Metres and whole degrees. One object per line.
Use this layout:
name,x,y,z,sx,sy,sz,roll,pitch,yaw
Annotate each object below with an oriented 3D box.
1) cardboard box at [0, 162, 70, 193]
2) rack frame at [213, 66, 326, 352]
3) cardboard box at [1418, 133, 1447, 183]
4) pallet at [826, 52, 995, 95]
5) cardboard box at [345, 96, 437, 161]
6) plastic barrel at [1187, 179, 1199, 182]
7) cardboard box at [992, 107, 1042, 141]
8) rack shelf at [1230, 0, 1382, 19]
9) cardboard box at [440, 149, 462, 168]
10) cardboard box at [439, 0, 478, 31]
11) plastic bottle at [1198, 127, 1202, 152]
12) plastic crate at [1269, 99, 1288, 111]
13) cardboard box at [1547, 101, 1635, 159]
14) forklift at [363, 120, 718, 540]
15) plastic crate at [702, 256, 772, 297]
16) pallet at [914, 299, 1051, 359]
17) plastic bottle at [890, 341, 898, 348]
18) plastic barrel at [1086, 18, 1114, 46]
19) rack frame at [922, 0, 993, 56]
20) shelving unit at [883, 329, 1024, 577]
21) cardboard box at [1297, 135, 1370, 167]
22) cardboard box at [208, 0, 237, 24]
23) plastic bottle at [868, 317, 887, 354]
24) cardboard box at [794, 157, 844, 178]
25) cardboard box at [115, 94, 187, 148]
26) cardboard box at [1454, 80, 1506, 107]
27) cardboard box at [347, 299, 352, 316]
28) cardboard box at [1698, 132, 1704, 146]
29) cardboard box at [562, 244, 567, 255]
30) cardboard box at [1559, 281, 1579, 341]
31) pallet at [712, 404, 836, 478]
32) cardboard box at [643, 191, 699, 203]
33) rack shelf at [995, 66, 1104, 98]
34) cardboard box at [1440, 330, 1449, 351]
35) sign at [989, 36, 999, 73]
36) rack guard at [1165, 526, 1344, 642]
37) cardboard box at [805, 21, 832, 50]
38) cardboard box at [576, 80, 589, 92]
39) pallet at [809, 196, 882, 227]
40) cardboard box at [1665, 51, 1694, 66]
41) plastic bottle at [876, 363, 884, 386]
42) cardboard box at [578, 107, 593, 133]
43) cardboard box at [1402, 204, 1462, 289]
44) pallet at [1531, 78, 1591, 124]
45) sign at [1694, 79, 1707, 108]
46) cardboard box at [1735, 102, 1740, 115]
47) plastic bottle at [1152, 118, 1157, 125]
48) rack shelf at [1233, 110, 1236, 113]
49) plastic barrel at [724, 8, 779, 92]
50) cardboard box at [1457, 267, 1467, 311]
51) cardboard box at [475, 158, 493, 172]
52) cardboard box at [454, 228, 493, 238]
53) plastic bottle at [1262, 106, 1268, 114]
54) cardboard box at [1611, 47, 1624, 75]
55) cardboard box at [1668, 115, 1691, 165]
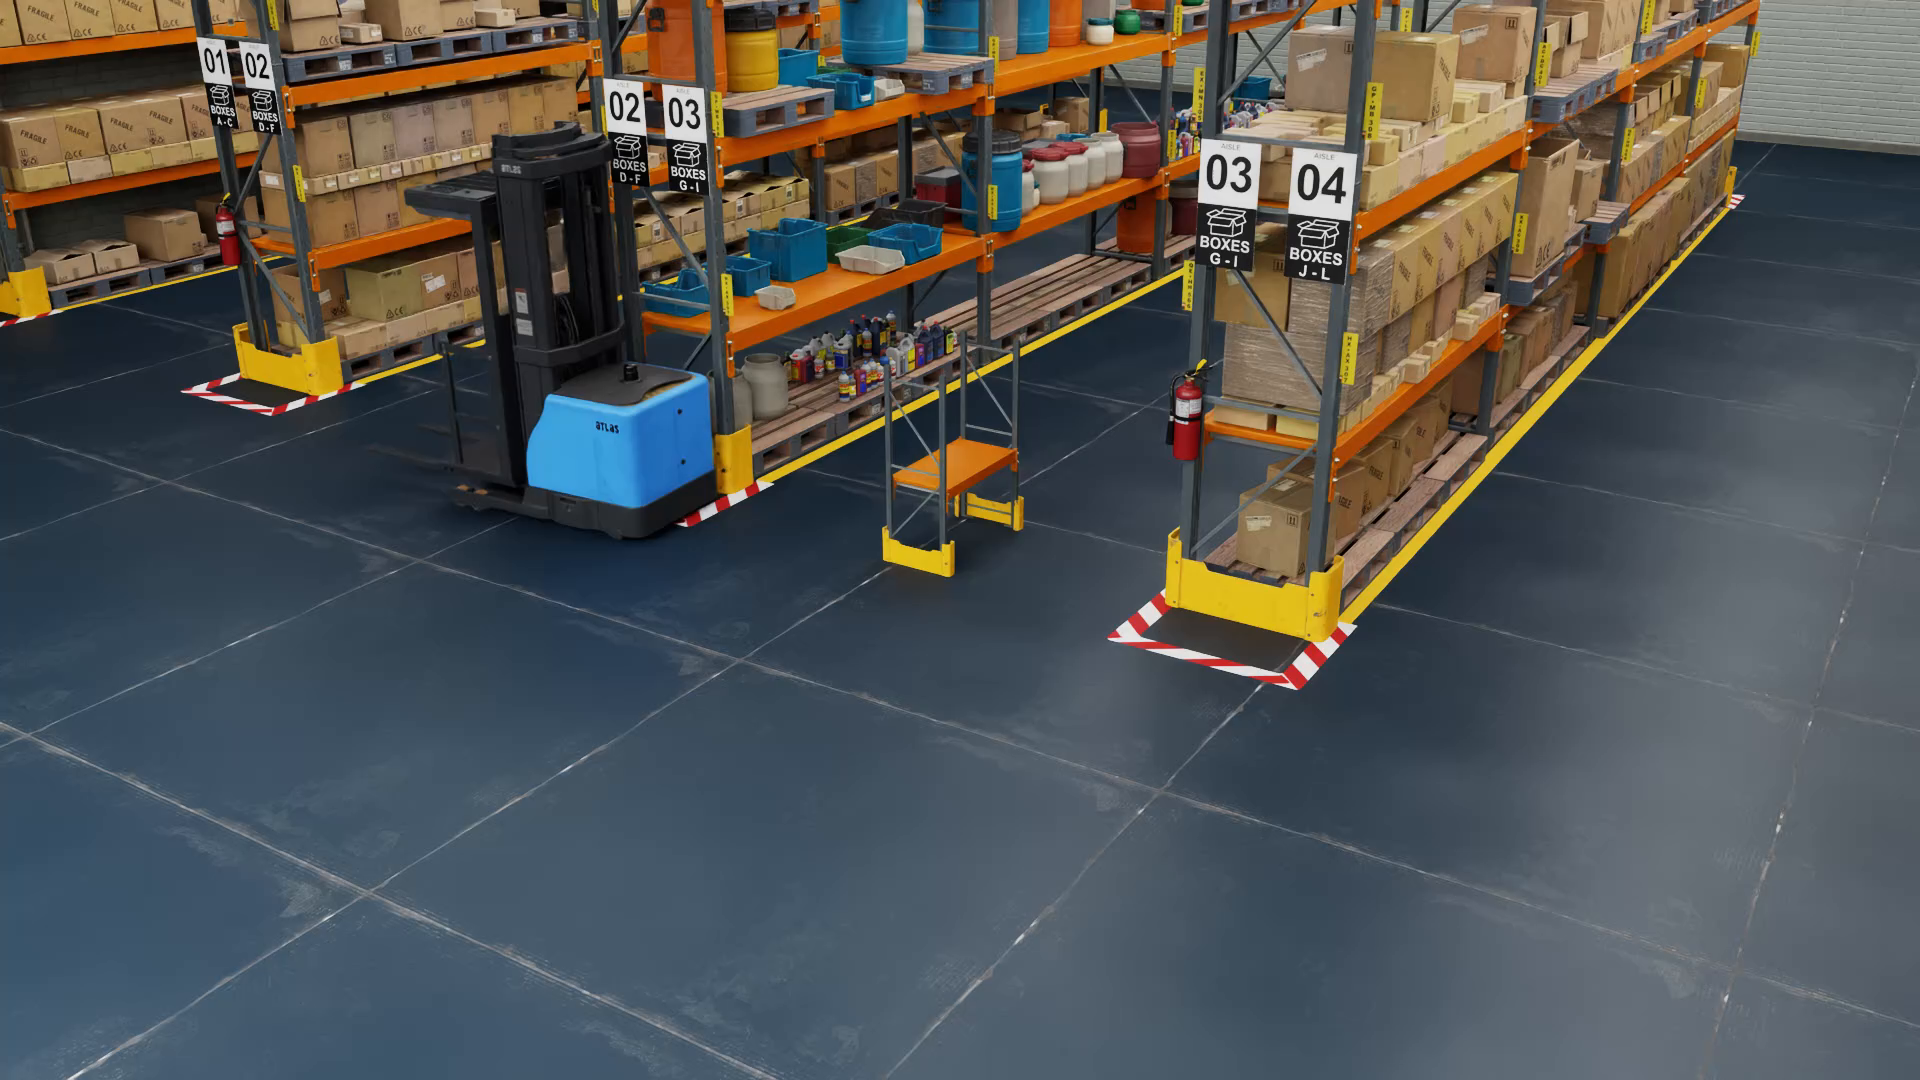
cardboard box,-10.149,-3.995,18.203,0.500,0.250,0.500,13,27,27
rack frame,-6.465,-2.920,15.555,1.000,3.000,0.127,14,27,29
cardboard box,2.954,-2.601,11.231,0.500,0.250,0.500,14,27,29
pallet,-0.447,-4.257,15.105,1.213,0.211,1.003,14,27,29
cardboard box,-5.642,-4.083,16.483,0.700,0.500,0.500,14,27,29
plastic barrel,3.022,-4.391,21.556,0.421,0.512,0.421,0,23,0
cardboard box,0.851,-6.662,26.787,0.797,0.503,0.637,14,27,29
rack shelf,3.004,-3.939,11.268,1.077,0.370,4.000,14,27,29
cardboard box,-5.264,-3.870,16.806,0.380,0.149,0.250,14,27,29
cardboard box,-5.331,-5.422,16.723,0.797,0.503,0.637,17,29,35
plastic bottle,2.939,-4.875,20.219,0.061,0.283,0.133,14,27,29
plastic crate,4.438,-5.965,22.844,0.396,0.136,0.243,14,27,29
cardboard box,6.568,-4.293,17.337,0.797,0.503,0.637,15,28,31
forklift,-3.470,-1.746,12.930,3.031,2.935,1.130,12,26,26
plastic crate,-1.902,-2.262,14.223,0.499,0.251,0.408,14,27,29
pallet,0.232,-2.224,17.458,1.003,0.211,1.213,14,27,29
plastic bottle,-0.616,-1.747,15.712,0.061,0.283,0.133,14,27,29
plastic barrel,1.488,-5.416,17.719,0.301,0.262,0.301,0,23,0
rack frame,-0.149,-5.984,15.081,1.000,3.000,0.127,14,27,29
shelving unit,-0.040,-0.663,12.228,0.587,1.500,1.083,14,27,29
cardboard box,2.290,-2.378,10.214,0.380,0.149,0.250,14,27,29
cardboard box,-8.900,-6.348,19.548,0.500,0.500,0.500,11,26,25
plastic bottle,-0.805,-2.001,16.214,0.144,0.351,0.185,14,27,29
cardboard box,-1.951,-5.040,23.044,0.500,0.500,0.500,15,28,31
cardboard box,-9.359,-4.854,19.242,0.500,0.500,0.500,15,27,31
cardboard box,3.855,-3.340,12.435,0.380,0.149,0.250,12,26,26
cardboard box,-6.180,-2.265,16.975,0.500,0.250,0.500,14,27,29
cardboard box,8.994,-4.986,20.643,0.380,0.149,0.250,15,28,31
cardboard box,-4.383,-3.402,19.600,0.500,0.250,0.500,14,27,28
cardboard box,5.832,-2.367,16.871,0.700,0.500,0.500,12,26,26
pallet,-1.826,-0.910,14.421,1.003,0.211,1.213,14,27,29
cardboard box,-3.583,-4.169,20.666,0.500,0.311,0.500,13,27,28
rack shelf,0.920,-7.315,26.613,1.077,0.370,4.000,14,27,29
cardboard box,3.494,-1.532,12.665,0.380,0.149,0.250,14,27,29
sign,0.312,-4.492,15.400,0.100,0.325,0.005,14,27,29
rack guard,1.989,0.279,11.313,1.175,0.500,0.348,14,27,29
cardboard box,-2.871,-9.073,29.390,0.980,0.700,0.700,14,27,29
cardboard box,-5.733,-6.769,24.736,0.380,0.149,0.250,15,27,31
pallet,-1.819,-4.585,22.910,1.003,0.211,1.213,14,27,29
cardboard box,9.374,-6.205,22.013,0.500,0.500,0.500,13,27,28
plastic bottle,-0.752,-1.528,15.308,0.097,0.201,0.097,0,23,0
cardboard box,-5.956,-6.084,25.041,0.750,0.750,0.750,13,27,28
cardboard box,3.261,-2.119,11.946,0.500,0.500,0.500,14,27,29
pallet,4.475,-3.669,13.747,1.213,0.211,1.003,14,27,29
sign,8.745,-5.278,19.643,0.100,0.325,0.005,14,27,29
cardboard box,10.481,-5.939,22.844,0.380,0.149,0.250,14,27,30
plastic bottle,2.415,-5.139,20.828,0.061,0.283,0.133,14,27,29
rack shelf,5.126,-6.276,24.212,1.077,0.370,4.000,14,27,29
plastic barrel,-1.766,-3.948,13.388,0.600,0.588,0.600,0,23,0
cardboard box,3.475,-2.075,13.103,0.875,0.500,0.500,14,27,29
cardboard box,-5.125,-3.817,17.501,0.700,0.500,0.500,14,27,30
cardboard box,-5.393,-3.117,17.998,0.500,0.500,0.500,14,27,29
plastic bottle,3.945,-5.550,21.786,0.152,0.276,0.135,14,27,29
cardboard box,5.876,-4.468,15.545,0.500,0.250,0.500,14,27,29
cardboard box,8.264,-4.724,19.596,0.500,0.500,0.500,14,27,29
